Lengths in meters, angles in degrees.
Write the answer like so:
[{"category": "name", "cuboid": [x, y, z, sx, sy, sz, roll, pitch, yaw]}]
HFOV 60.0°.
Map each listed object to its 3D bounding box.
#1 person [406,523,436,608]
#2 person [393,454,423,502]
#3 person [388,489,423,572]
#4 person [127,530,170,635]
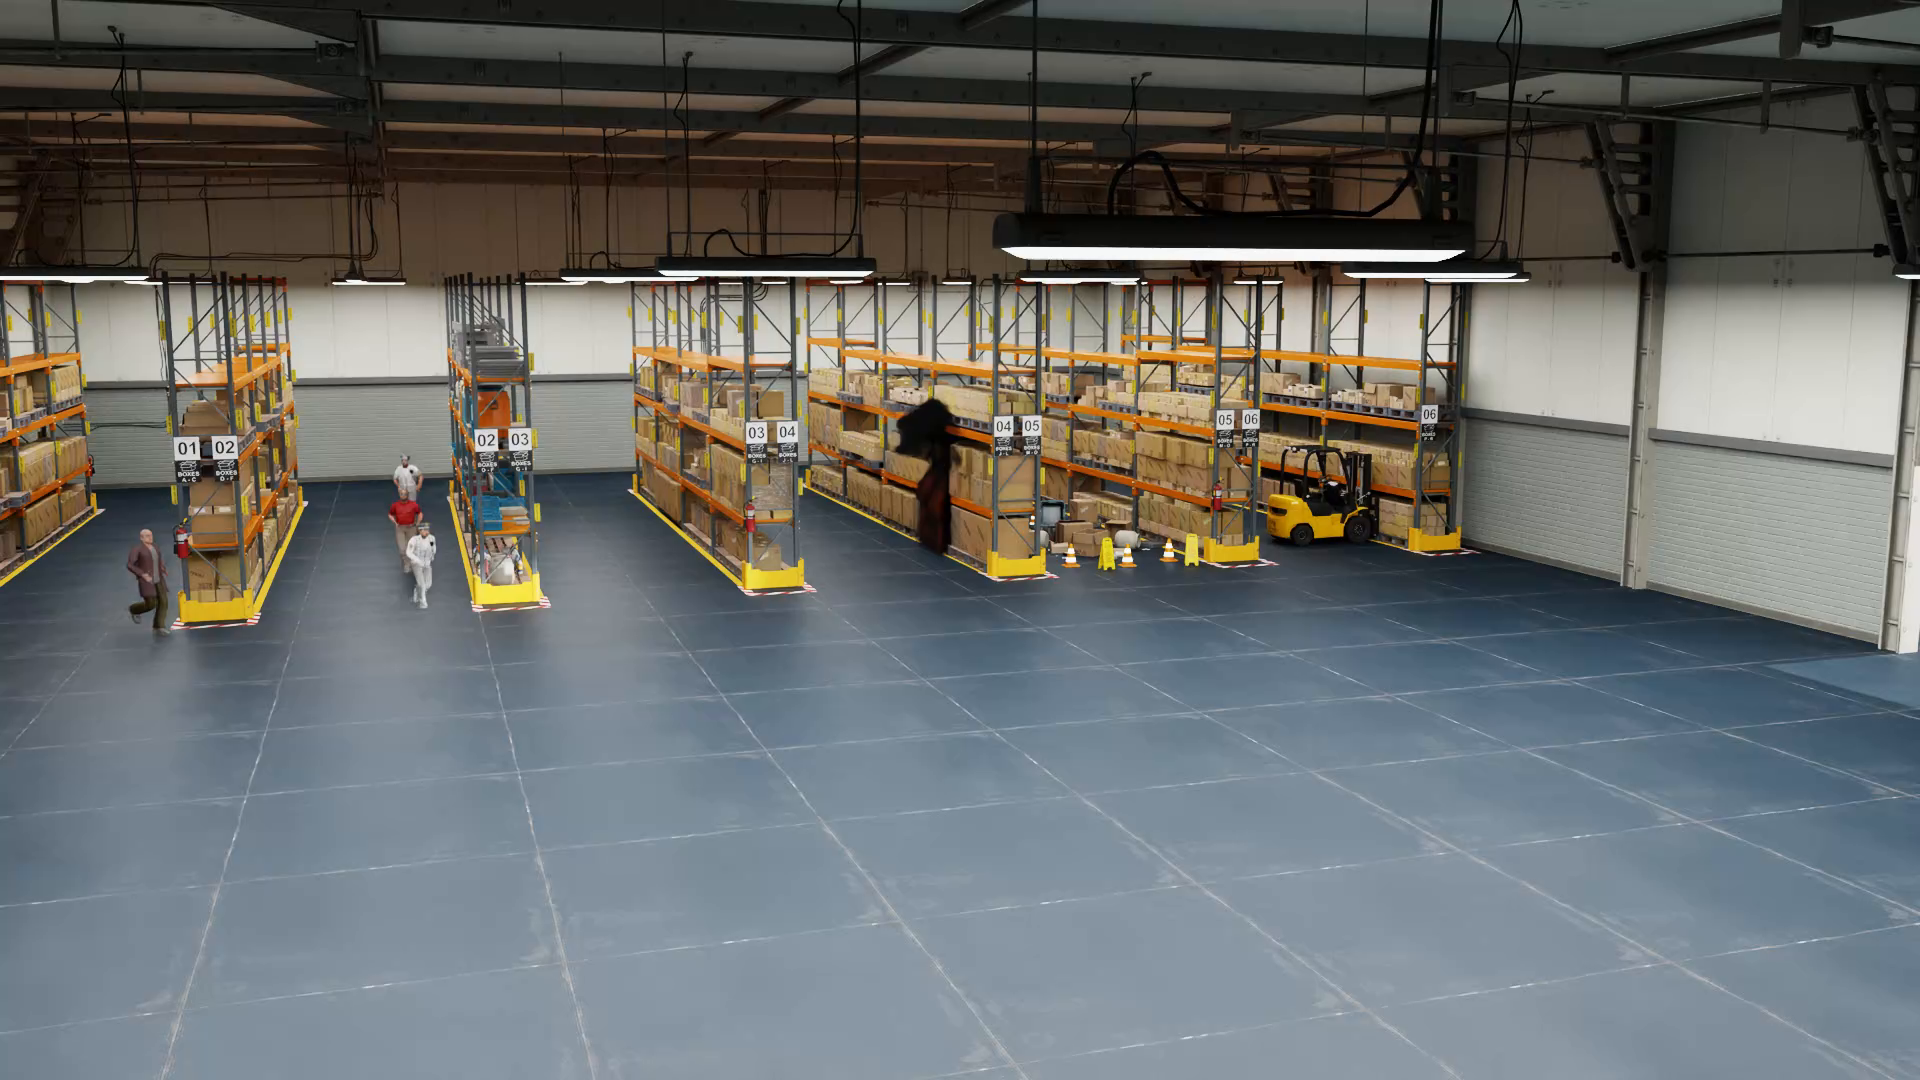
[{"category": "person", "cuboid": [-9.705, 0.438, 30.007, 0.592, 1.577, 0.682, -7, 11, -41]}, {"category": "person", "cuboid": [-13.411, -1.217, 40.412, 0.678, 1.752, 0.674, -2, 9, -13]}, {"category": "person", "cuboid": [-11.304, -0.198, 33.919, 0.665, 1.682, 0.603, -2, 9, -13]}, {"category": "person", "cuboid": [-13.562, 0.697, 27.796, 0.832, 1.768, 0.723, 4, 9, 25]}]
